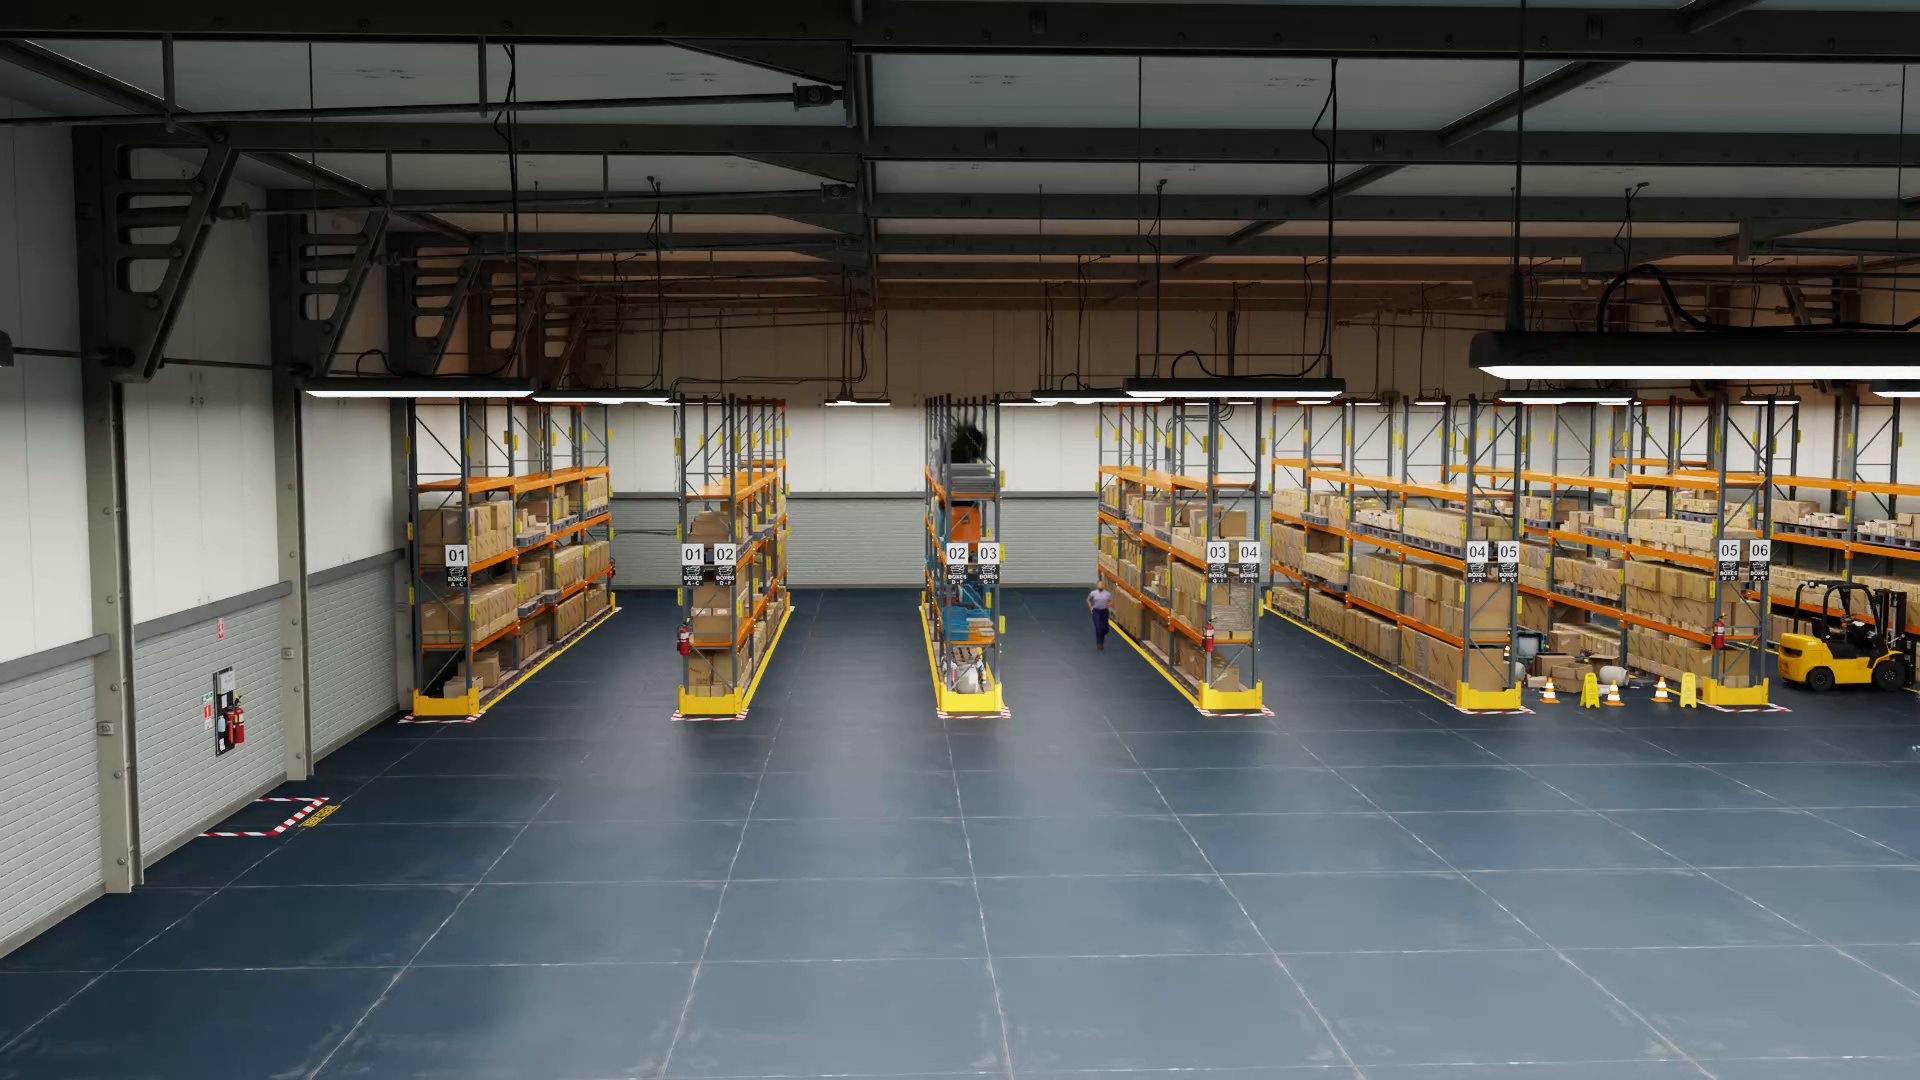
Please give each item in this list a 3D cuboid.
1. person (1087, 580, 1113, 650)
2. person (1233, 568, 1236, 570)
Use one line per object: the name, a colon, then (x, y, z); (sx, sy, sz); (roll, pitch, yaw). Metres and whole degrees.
person: (3.356, 1.776, 39.792); (0.620, 1.603, 0.843); (-1, 5, -7)
person: (7.596, 1.129, 47.837); (0.637, 1.644, 0.770); (4, 6, 38)
